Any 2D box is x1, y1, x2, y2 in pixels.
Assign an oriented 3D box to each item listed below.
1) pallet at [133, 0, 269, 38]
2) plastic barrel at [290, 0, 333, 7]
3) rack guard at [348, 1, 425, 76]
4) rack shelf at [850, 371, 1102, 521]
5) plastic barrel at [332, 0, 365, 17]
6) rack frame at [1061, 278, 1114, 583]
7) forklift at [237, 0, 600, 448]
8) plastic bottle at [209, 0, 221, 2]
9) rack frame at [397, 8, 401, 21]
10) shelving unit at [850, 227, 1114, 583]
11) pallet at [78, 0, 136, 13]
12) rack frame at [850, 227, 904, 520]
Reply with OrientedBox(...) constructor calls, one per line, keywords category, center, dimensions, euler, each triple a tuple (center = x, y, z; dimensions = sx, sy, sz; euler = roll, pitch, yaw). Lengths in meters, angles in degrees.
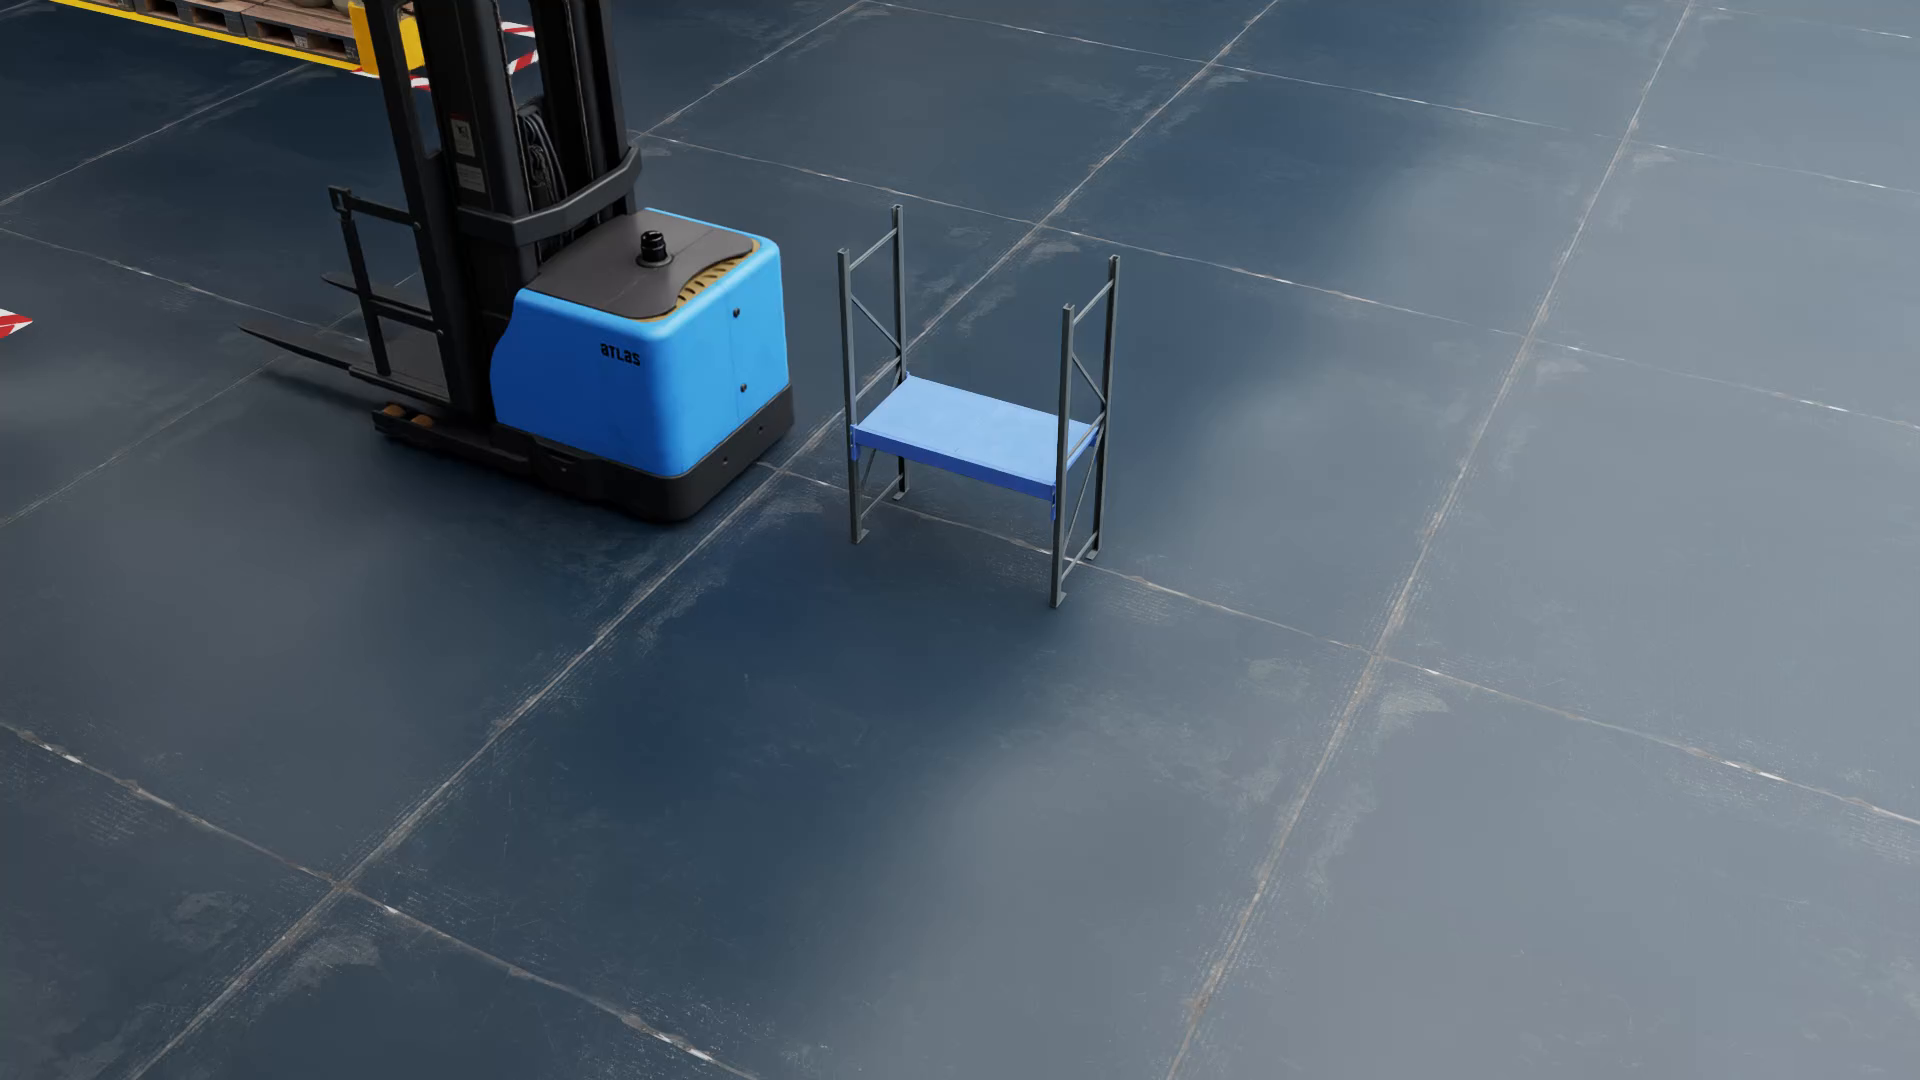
OrientedBox(category="pallet", center=(-5.836, -4.396, 13.366), dimensions=(1.213, 0.211, 1.003), euler=(17, 41, 21))
OrientedBox(category="plastic barrel", center=(-5.013, -4.399, 12.775), dimensions=(0.421, 0.512, 0.421), euler=(0, 37, 0))
OrientedBox(category="rack guard", center=(-4.038, -3.942, 12.530), dimensions=(0.348, 0.500, 1.175), euler=(17, 41, 21))
OrientedBox(category="rack shelf", center=(0.076, -0.430, 7.374), dimensions=(1.000, 0.185, 0.538), euler=(17, 41, 21))
OrientedBox(category="plastic barrel", center=(-4.568, -4.260, 12.591), dimensions=(0.421, 0.512, 0.421), euler=(0, 37, 0))
OrientedBox(category="rack frame", center=(0.528, -0.433, 7.080), dimensions=(0.013, 1.308, 0.475), euler=(17, 41, 21))
OrientedBox(category="forklift", center=(-2.380, -1.891, 7.818), dimensions=(3.031, 2.935, 1.121), euler=(18, 41, 22))
OrientedBox(category="plastic bottle", center=(-5.781, -4.278, 12.855), dimensions=(0.097, 0.201, 0.097), euler=(0, 37, 0))
OrientedBox(category="rack frame", center=(-3.949, -4.942, 11.779), dimensions=(0.127, 3.000, 1.000), euler=(17, 41, 21))
OrientedBox(category="shelving unit", center=(0.076, -0.574, 7.265), dimensions=(1.030, 1.308, 0.538), euler=(17, 41, 21))
OrientedBox(category="pallet", center=(-6.923, -4.734, 13.812), dimensions=(1.213, 0.211, 1.003), euler=(17, 41, 21))
OrientedBox(category="rack frame", center=(-0.375, -0.716, 7.453), dimensions=(0.013, 1.308, 0.475), euler=(17, 41, 21))
